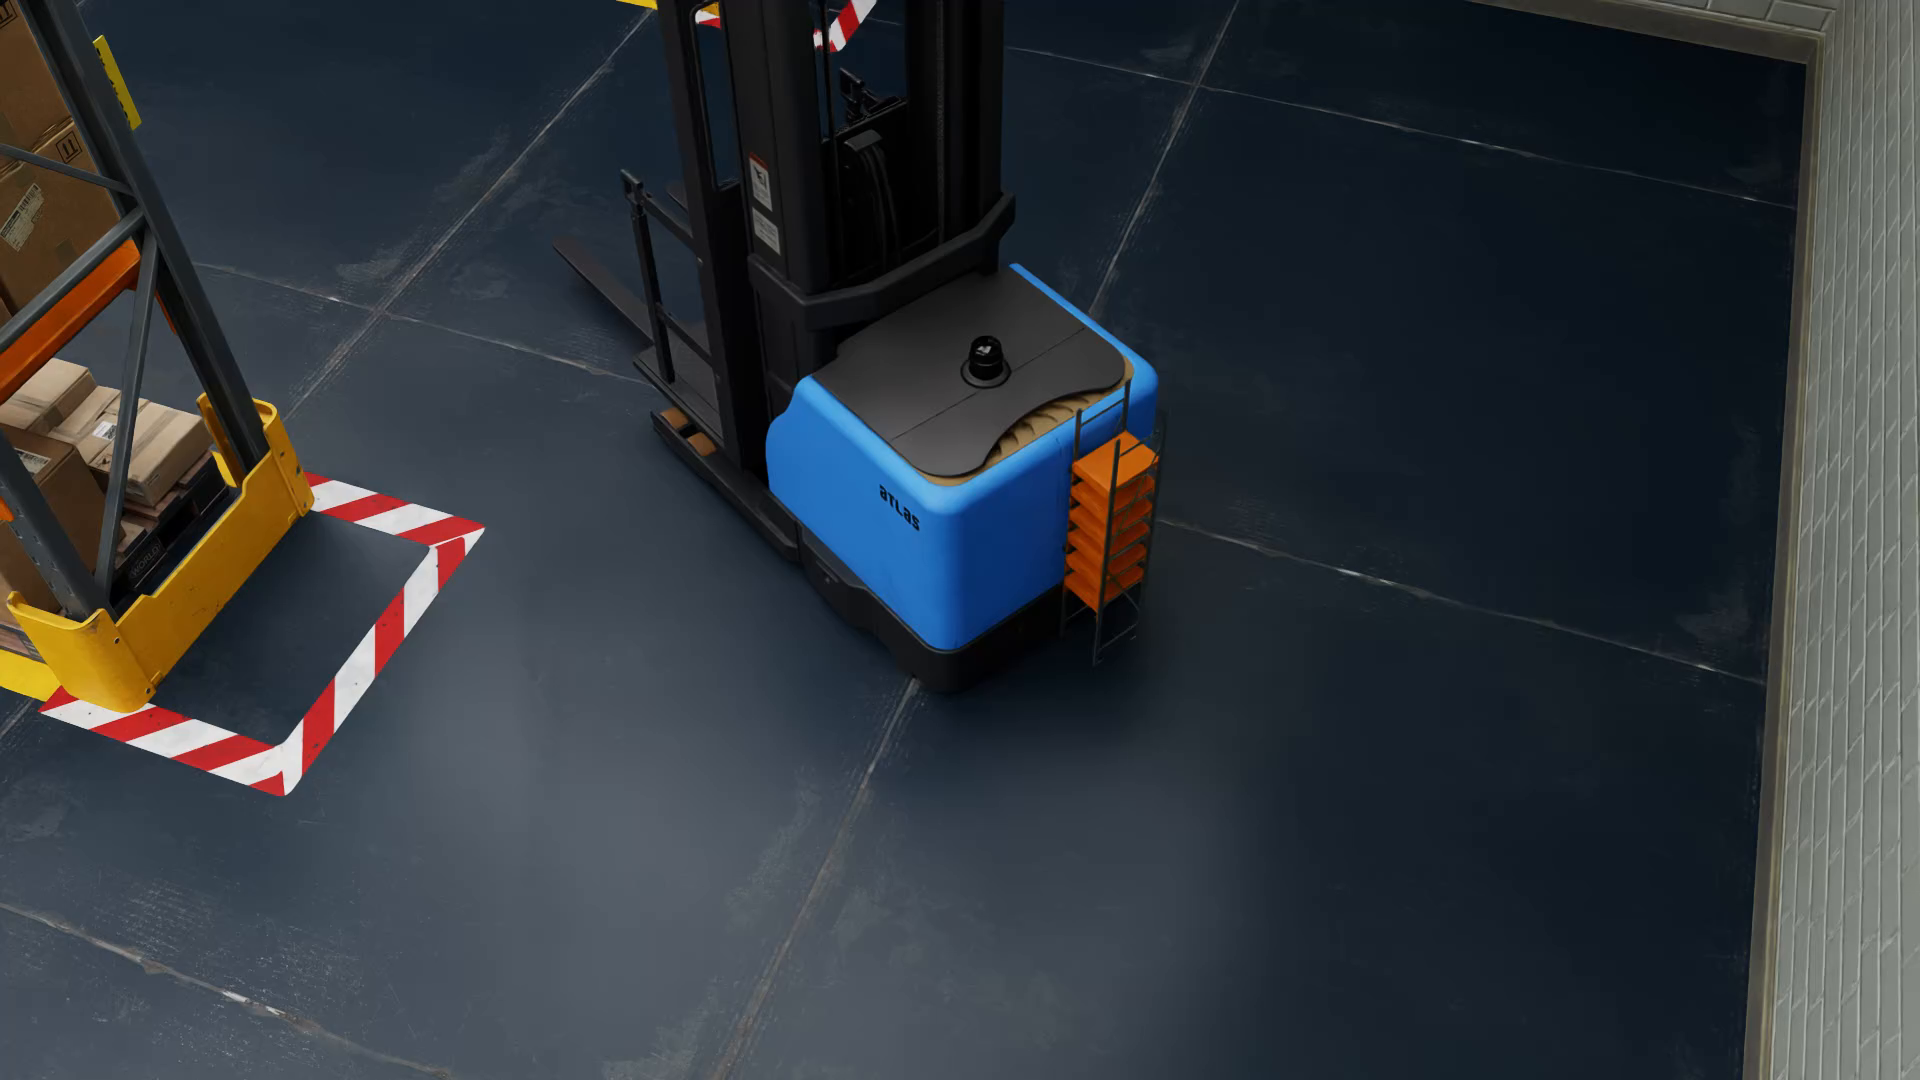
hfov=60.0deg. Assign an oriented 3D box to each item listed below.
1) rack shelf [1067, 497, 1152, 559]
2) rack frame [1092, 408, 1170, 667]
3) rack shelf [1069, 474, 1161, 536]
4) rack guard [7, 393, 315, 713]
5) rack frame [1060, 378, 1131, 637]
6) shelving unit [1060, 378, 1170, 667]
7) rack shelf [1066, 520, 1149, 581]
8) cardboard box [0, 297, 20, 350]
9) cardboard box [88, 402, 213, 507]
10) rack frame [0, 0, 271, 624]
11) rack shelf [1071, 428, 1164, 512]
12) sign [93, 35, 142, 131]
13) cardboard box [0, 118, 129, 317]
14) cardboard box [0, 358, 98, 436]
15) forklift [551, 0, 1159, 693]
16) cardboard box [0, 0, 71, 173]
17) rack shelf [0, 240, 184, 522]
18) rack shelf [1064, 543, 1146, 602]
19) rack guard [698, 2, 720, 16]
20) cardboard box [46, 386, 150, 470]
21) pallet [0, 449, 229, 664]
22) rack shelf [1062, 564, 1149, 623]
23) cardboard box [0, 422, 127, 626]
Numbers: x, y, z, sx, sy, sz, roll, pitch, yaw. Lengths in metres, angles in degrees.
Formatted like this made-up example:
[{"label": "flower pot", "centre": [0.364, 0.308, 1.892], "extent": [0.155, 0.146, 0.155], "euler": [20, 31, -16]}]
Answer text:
[{"label": "rack shelf", "centre": [0.530, -0.080, 5.792], "extent": [0.258, 0.103, 0.180], "euler": [-32, 56, -25]}, {"label": "rack frame", "centre": [0.588, 0.023, 5.803], "extent": [0.240, 1.200, 0.006], "euler": [-32, 56, -25]}, {"label": "rack shelf", "centre": [0.530, -0.159, 5.701], "extent": [0.258, 0.103, 0.180], "euler": [-32, 56, -25]}, {"label": "rack guard", "centre": [-2.966, 0.024, 6.265], "extent": [0.348, 0.500, 1.175], "euler": [16, 51, 13]}, {"label": "rack frame", "centre": [0.471, -0.084, 5.895], "extent": [0.240, 1.200, 0.006], "euler": [-32, 56, -25]}, {"label": "shelving unit", "centre": [0.530, -0.031, 5.849], "extent": [0.258, 1.200, 0.189], "euler": [-32, 56, -25]}, {"label": "rack shelf", "centre": [0.530, -0.002, 5.883], "extent": [0.258, 0.103, 0.180], "euler": [-32, 56, -25]}, {"label": "cardboard box", "centre": [-3.409, -0.732, 5.200], "extent": [0.500, 0.500, 0.500], "euler": [17, 51, 14]}, {"label": "cardboard box", "centre": [-3.168, -0.338, 6.520], "extent": [0.250, 0.149, 0.380], "euler": [16, 51, 13]}, {"label": "rack frame", "centre": [-2.894, -0.775, 5.303], "extent": [0.127, 3.000, 1.000], "euler": [16, 51, 13]}, {"label": "rack shelf", "centre": [0.530, -0.237, 5.611], "extent": [0.258, 0.103, 0.180], "euler": [-32, 56, -25]}, {"label": "sign", "centre": [-2.706, -1.443, 5.309], "extent": [0.005, 0.325, 0.100], "euler": [16, 51, 13]}, {"label": "cardboard box", "centre": [-3.219, -1.111, 5.528], "extent": [0.500, 0.500, 0.500], "euler": [17, 51, 14]}, {"label": "cardboard box", "centre": [-3.775, -0.493, 6.587], "extent": [0.500, 0.250, 0.500], "euler": [16, 51, 13]}, {"label": "forklift", "centre": [-0.625, -1.457, 5.940], "extent": [1.130, 2.935, 3.031], "euler": [-32, 56, -25]}, {"label": "cardboard box", "centre": [-3.219, -1.438, 5.150], "extent": [0.500, 0.500, 0.500], "euler": [17, 51, 14]}, {"label": "rack shelf", "centre": [-4.770, -1.063, 6.029], "extent": [4.000, 0.370, 1.077], "euler": [16, 51, 13]}, {"label": "rack shelf", "centre": [0.530, 0.077, 5.973], "extent": [0.258, 0.103, 0.180], "euler": [-32, 56, -25]}, {"label": "rack guard", "centre": [-1.159, -3.462, 9.286], "extent": [0.348, 0.500, 1.175], "euler": [16, 51, 13]}, {"label": "cardboard box", "centre": [-3.402, -0.410, 6.570], "extent": [0.250, 0.166, 0.380], "euler": [16, 51, 13]}, {"label": "pallet", "centre": [-3.714, -0.089, 6.555], "extent": [1.213, 0.211, 1.003], "euler": [16, 51, 13]}, {"label": "rack shelf", "centre": [0.530, 0.156, 6.064], "extent": [0.258, 0.103, 0.180], "euler": [-32, 56, -25]}, {"label": "cardboard box", "centre": [-3.490, -0.068, 6.054], "extent": [0.500, 0.500, 0.500], "euler": [16, 51, 13]}]
